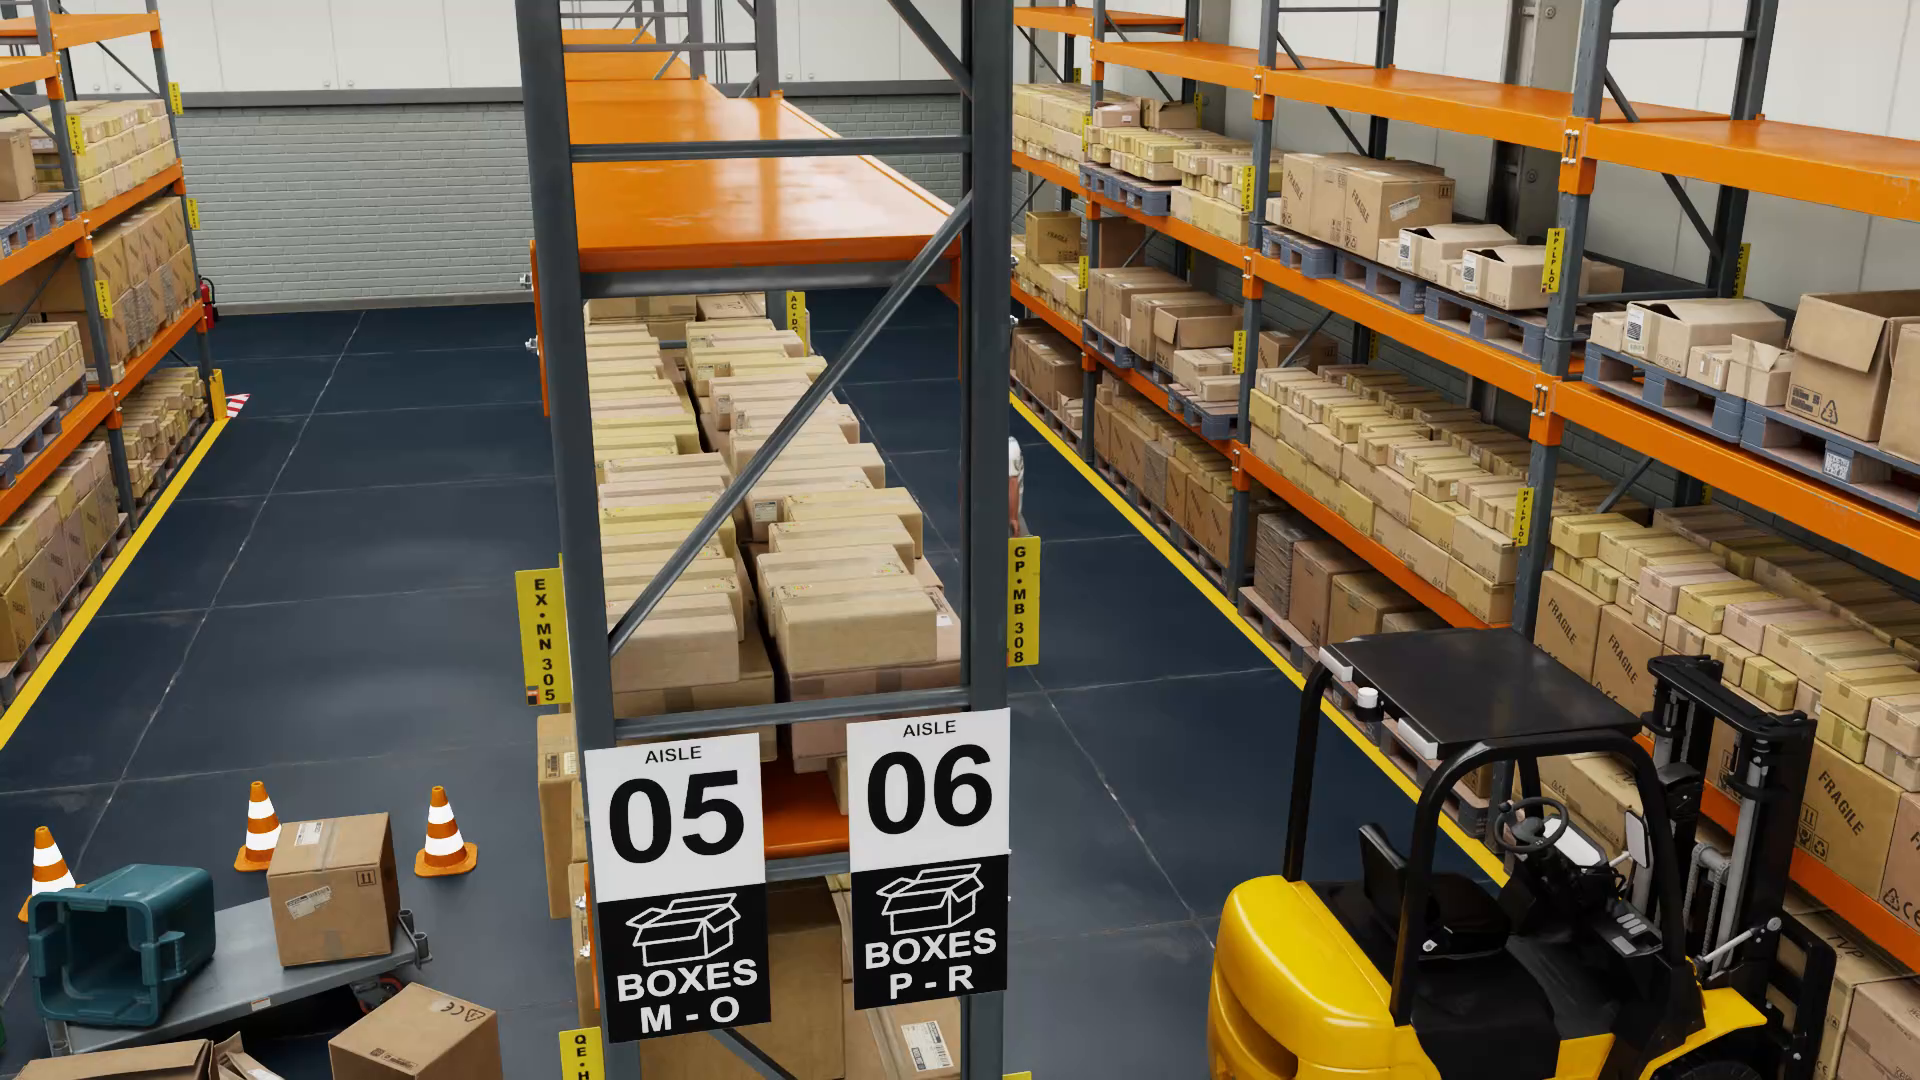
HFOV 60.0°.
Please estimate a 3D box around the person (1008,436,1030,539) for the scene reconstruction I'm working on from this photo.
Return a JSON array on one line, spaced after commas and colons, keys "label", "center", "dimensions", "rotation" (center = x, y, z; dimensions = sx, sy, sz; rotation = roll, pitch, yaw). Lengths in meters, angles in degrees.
[{"label": "person", "center": [0.239, -0.203, 12.577], "dimensions": [0.593, 1.755, 0.526], "rotation": [15, 24, 36]}]
